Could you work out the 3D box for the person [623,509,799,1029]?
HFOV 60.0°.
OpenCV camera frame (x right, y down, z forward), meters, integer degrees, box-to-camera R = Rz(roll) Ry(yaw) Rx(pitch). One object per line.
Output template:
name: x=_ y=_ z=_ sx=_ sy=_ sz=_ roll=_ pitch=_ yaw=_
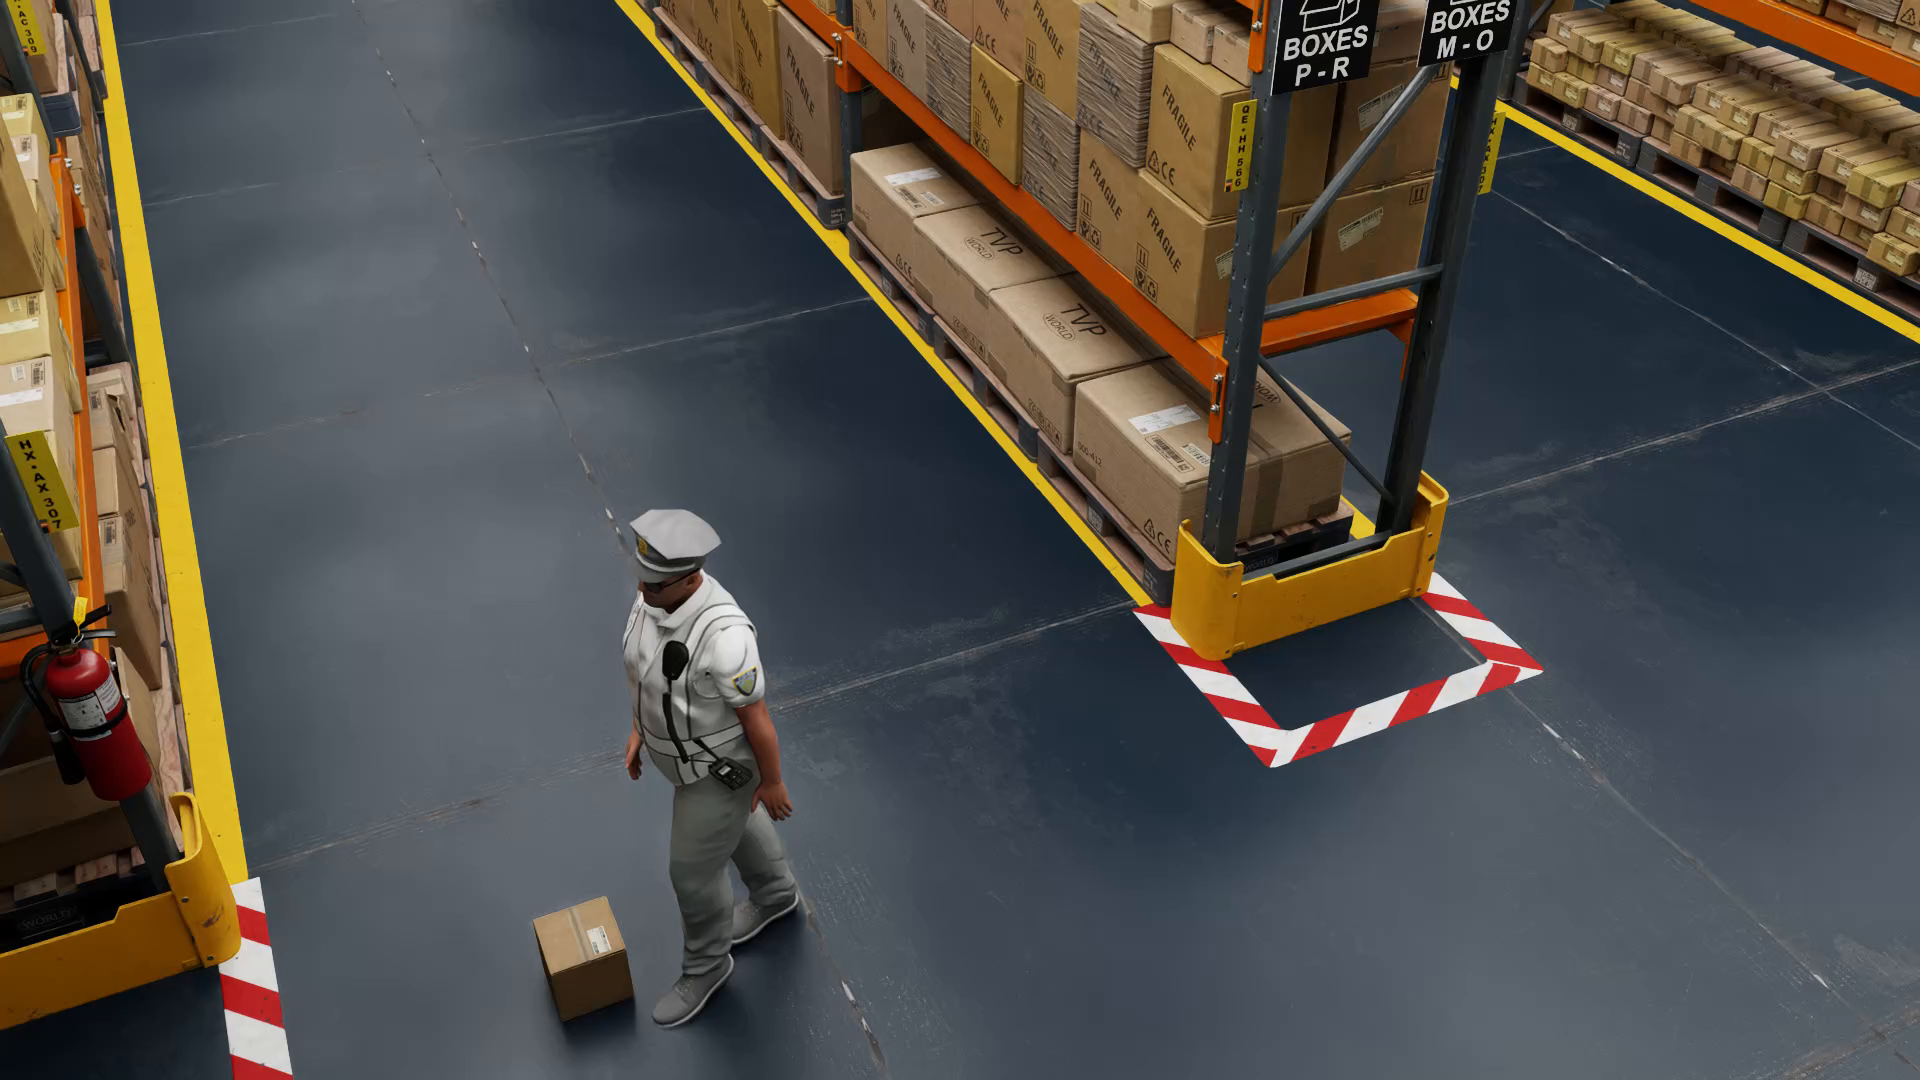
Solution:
person: x=-0.852 y=0.684 z=5.232 sx=0.639 sy=1.782 sz=0.591 roll=-20 pitch=42 yaw=-25
